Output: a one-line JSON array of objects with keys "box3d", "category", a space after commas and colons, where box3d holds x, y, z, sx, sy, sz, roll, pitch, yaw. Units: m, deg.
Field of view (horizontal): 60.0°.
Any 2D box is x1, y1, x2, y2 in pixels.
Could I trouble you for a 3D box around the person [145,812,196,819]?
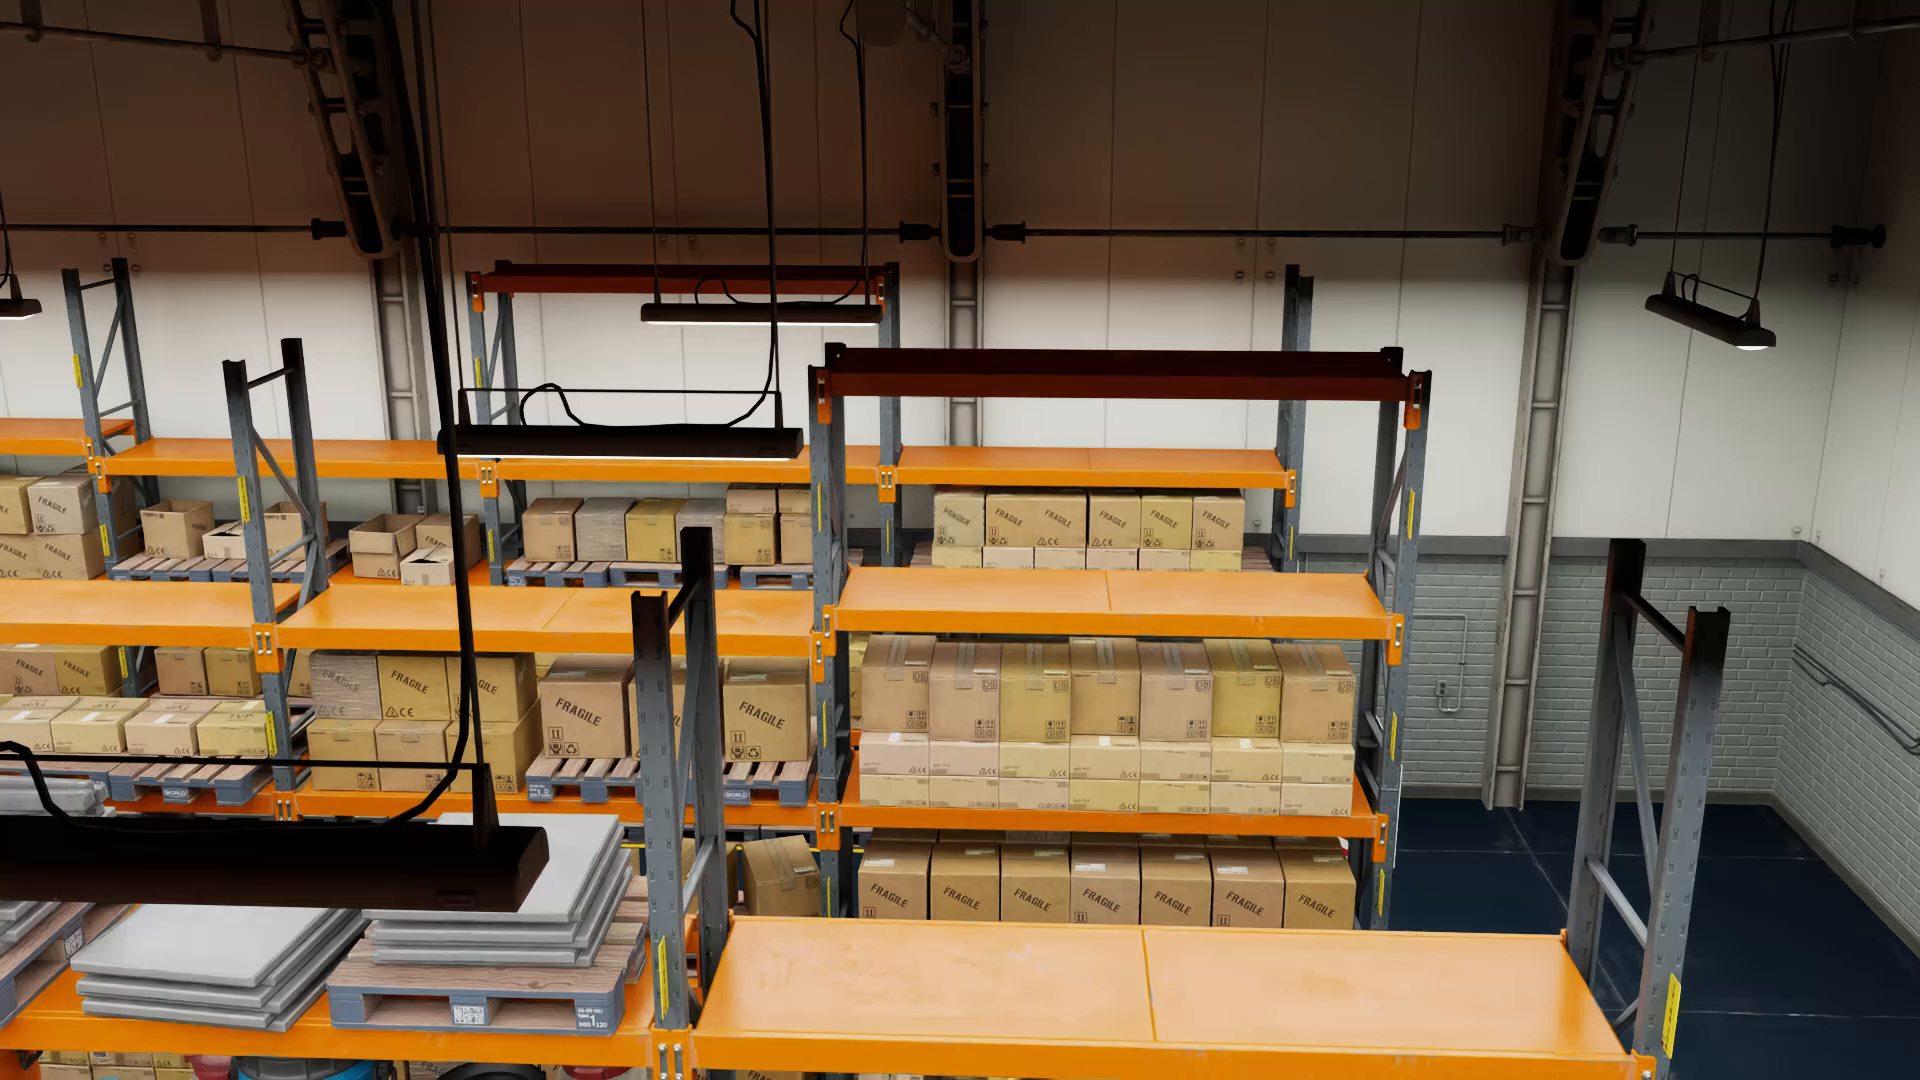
[{"box3d": [-7.326, 2.888, 15.468, 0.571, 1.770, 0.617, 4, 17, 14], "category": "person"}]
